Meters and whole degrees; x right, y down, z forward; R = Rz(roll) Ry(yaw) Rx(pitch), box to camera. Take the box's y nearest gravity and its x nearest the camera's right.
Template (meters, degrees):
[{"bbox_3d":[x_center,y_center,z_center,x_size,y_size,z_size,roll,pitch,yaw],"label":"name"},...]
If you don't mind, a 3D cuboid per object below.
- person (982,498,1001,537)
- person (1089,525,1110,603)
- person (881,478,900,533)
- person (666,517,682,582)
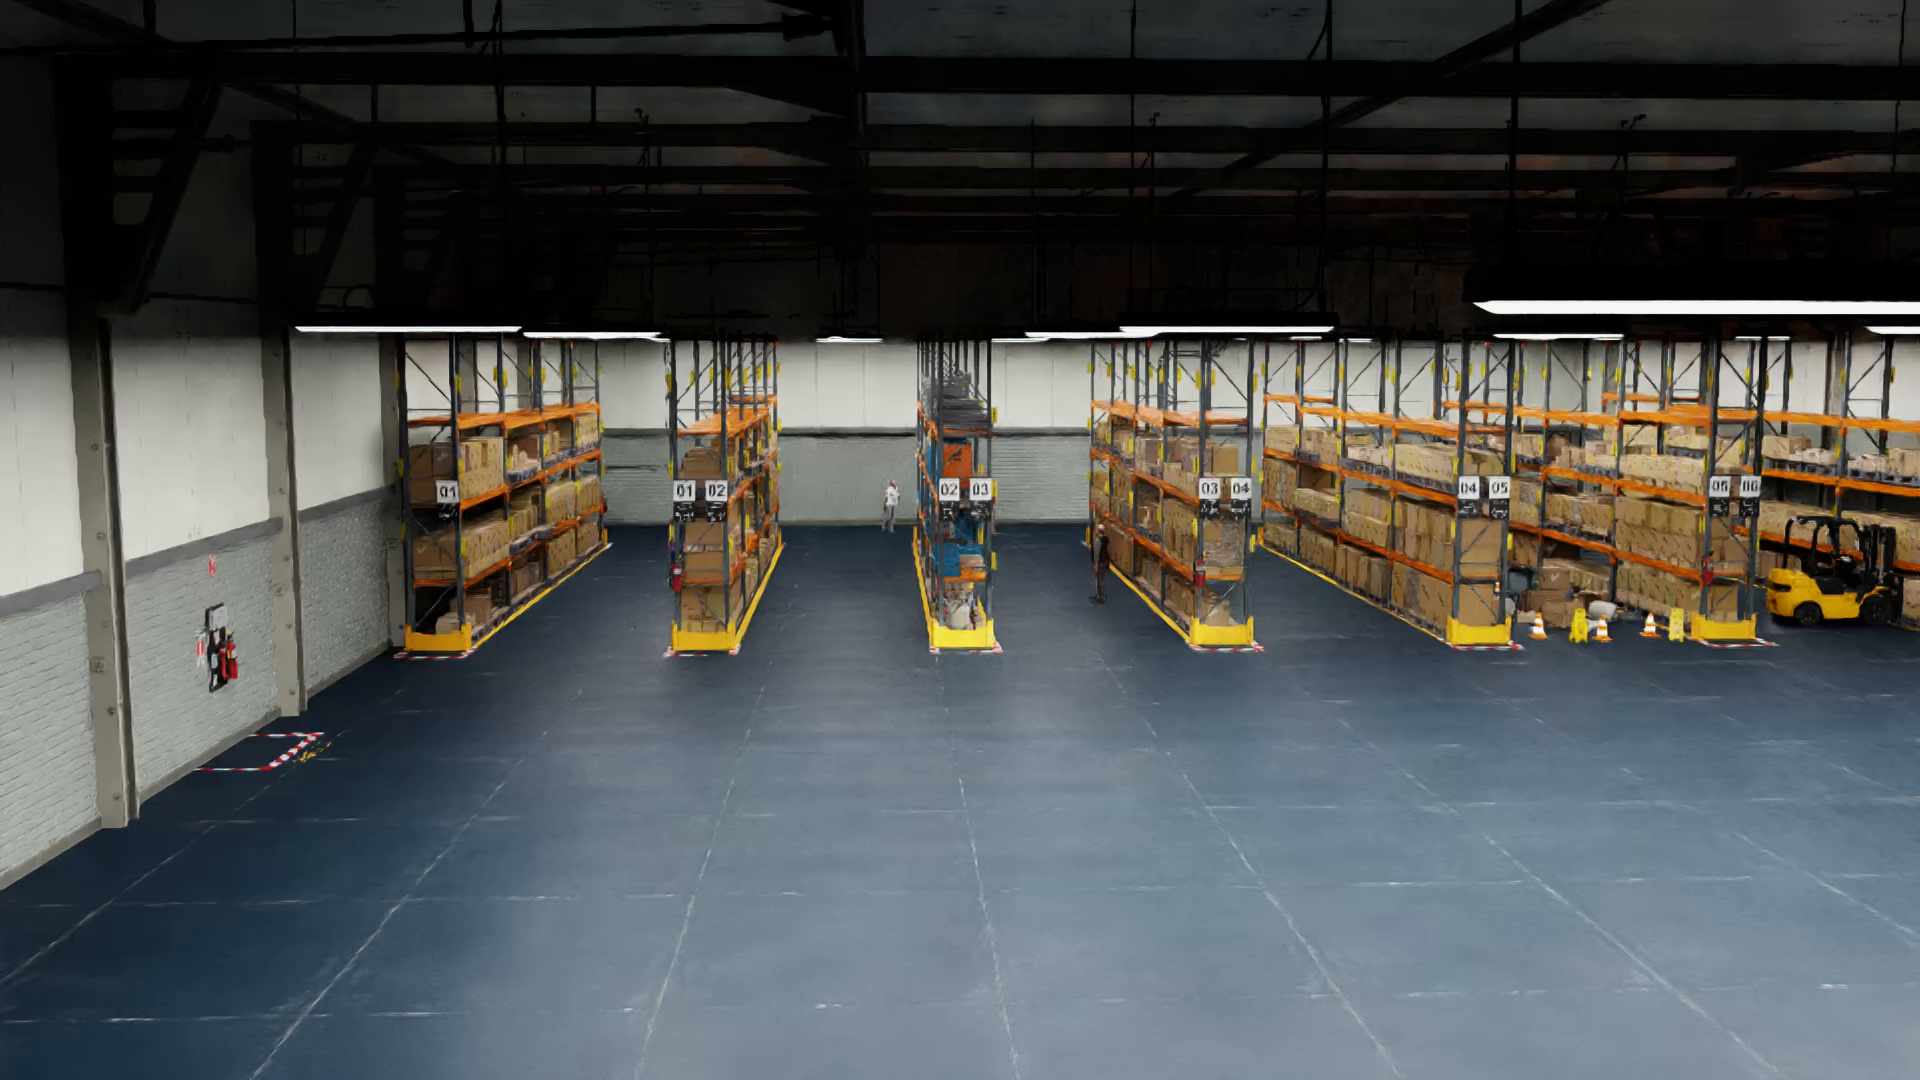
[{"bbox_3d":[0.860,-0.971,49.445,0.516,1.725,0.733,4,8,28],"label":"person"},{"bbox_3d":[3.067,0.526,36.879,0.499,1.574,0.578,4,8,28],"label":"person"},{"bbox_3d":[-2.125,-1.048,50.480,0.518,1.669,0.525,-6,9,-40],"label":"person"},{"bbox_3d":[-6.833,0.241,39.726,0.532,1.588,0.535,2,7,20],"label":"person"}]
